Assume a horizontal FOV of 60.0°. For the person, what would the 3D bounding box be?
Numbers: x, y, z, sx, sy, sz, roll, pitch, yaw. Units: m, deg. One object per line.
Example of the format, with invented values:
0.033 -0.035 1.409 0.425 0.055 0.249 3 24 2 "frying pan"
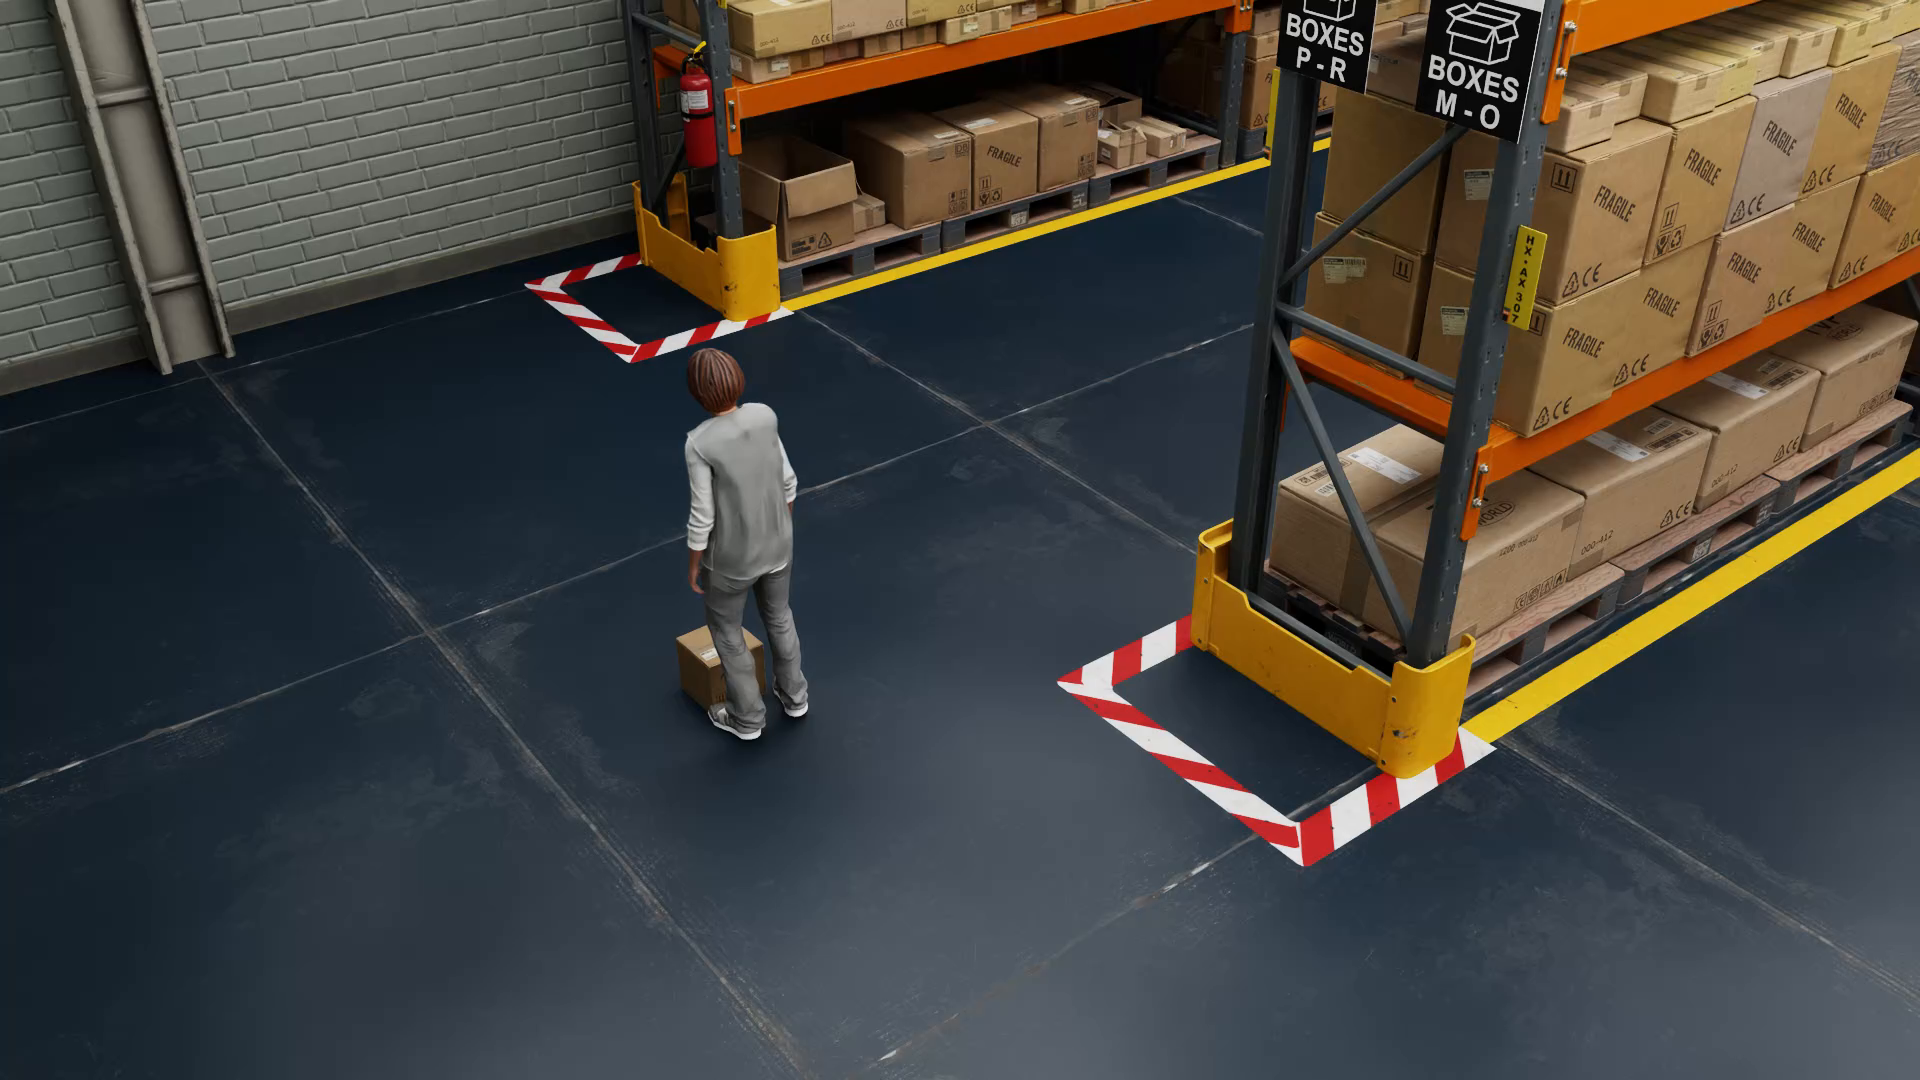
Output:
-0.789 0.039 6.088 0.480 1.592 0.346 -25 40 -34 "person"
